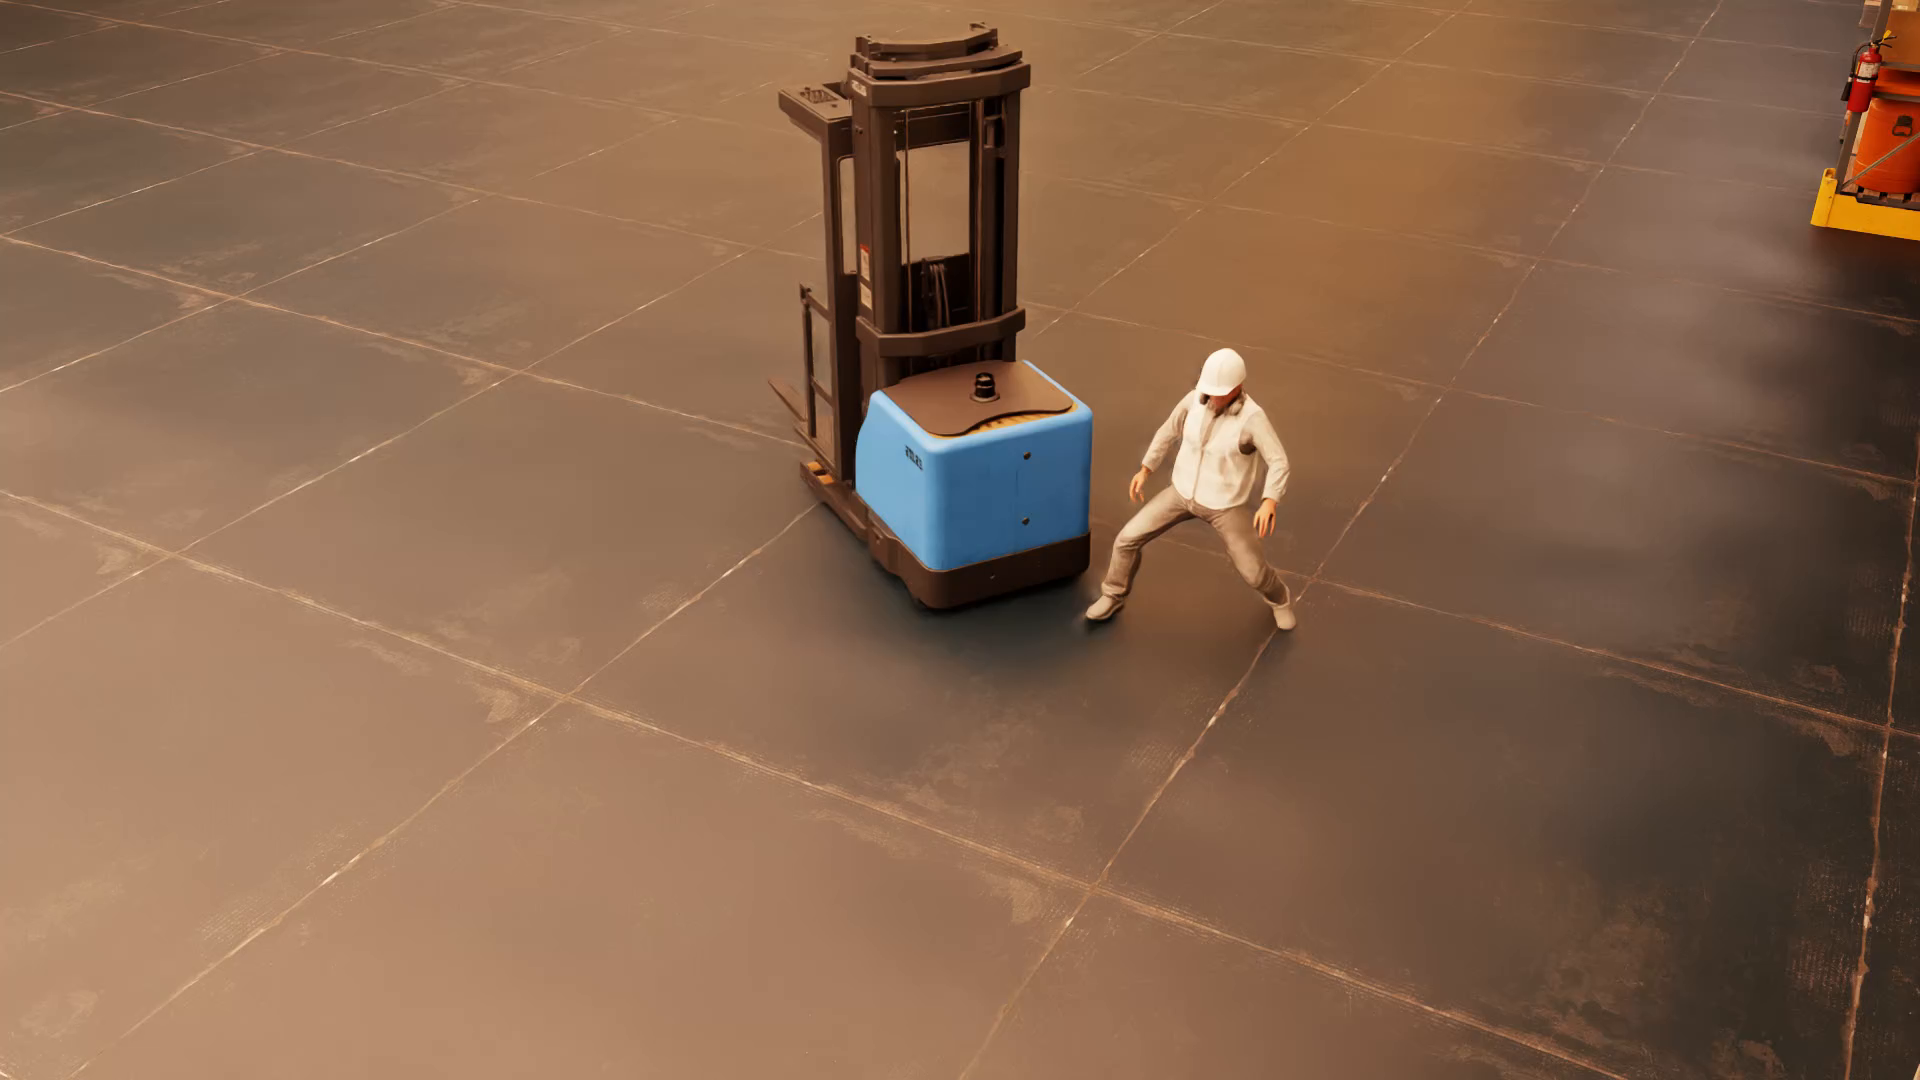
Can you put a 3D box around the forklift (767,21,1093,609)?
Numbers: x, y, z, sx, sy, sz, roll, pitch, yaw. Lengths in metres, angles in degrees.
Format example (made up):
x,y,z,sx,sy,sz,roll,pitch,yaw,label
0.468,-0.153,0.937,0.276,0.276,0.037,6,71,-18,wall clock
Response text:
x,y,z,sx,sy,sz,roll,pitch,yaw,label
-0.363,-1.602,9.846,1.130,2.935,3.031,-14,33,-23,forklift

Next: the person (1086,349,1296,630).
x,y,z,sx,sy,sz,roll,pitch,yaw,label
1.322,-0.234,8.851,0.982,1.627,0.896,21,36,32,person
